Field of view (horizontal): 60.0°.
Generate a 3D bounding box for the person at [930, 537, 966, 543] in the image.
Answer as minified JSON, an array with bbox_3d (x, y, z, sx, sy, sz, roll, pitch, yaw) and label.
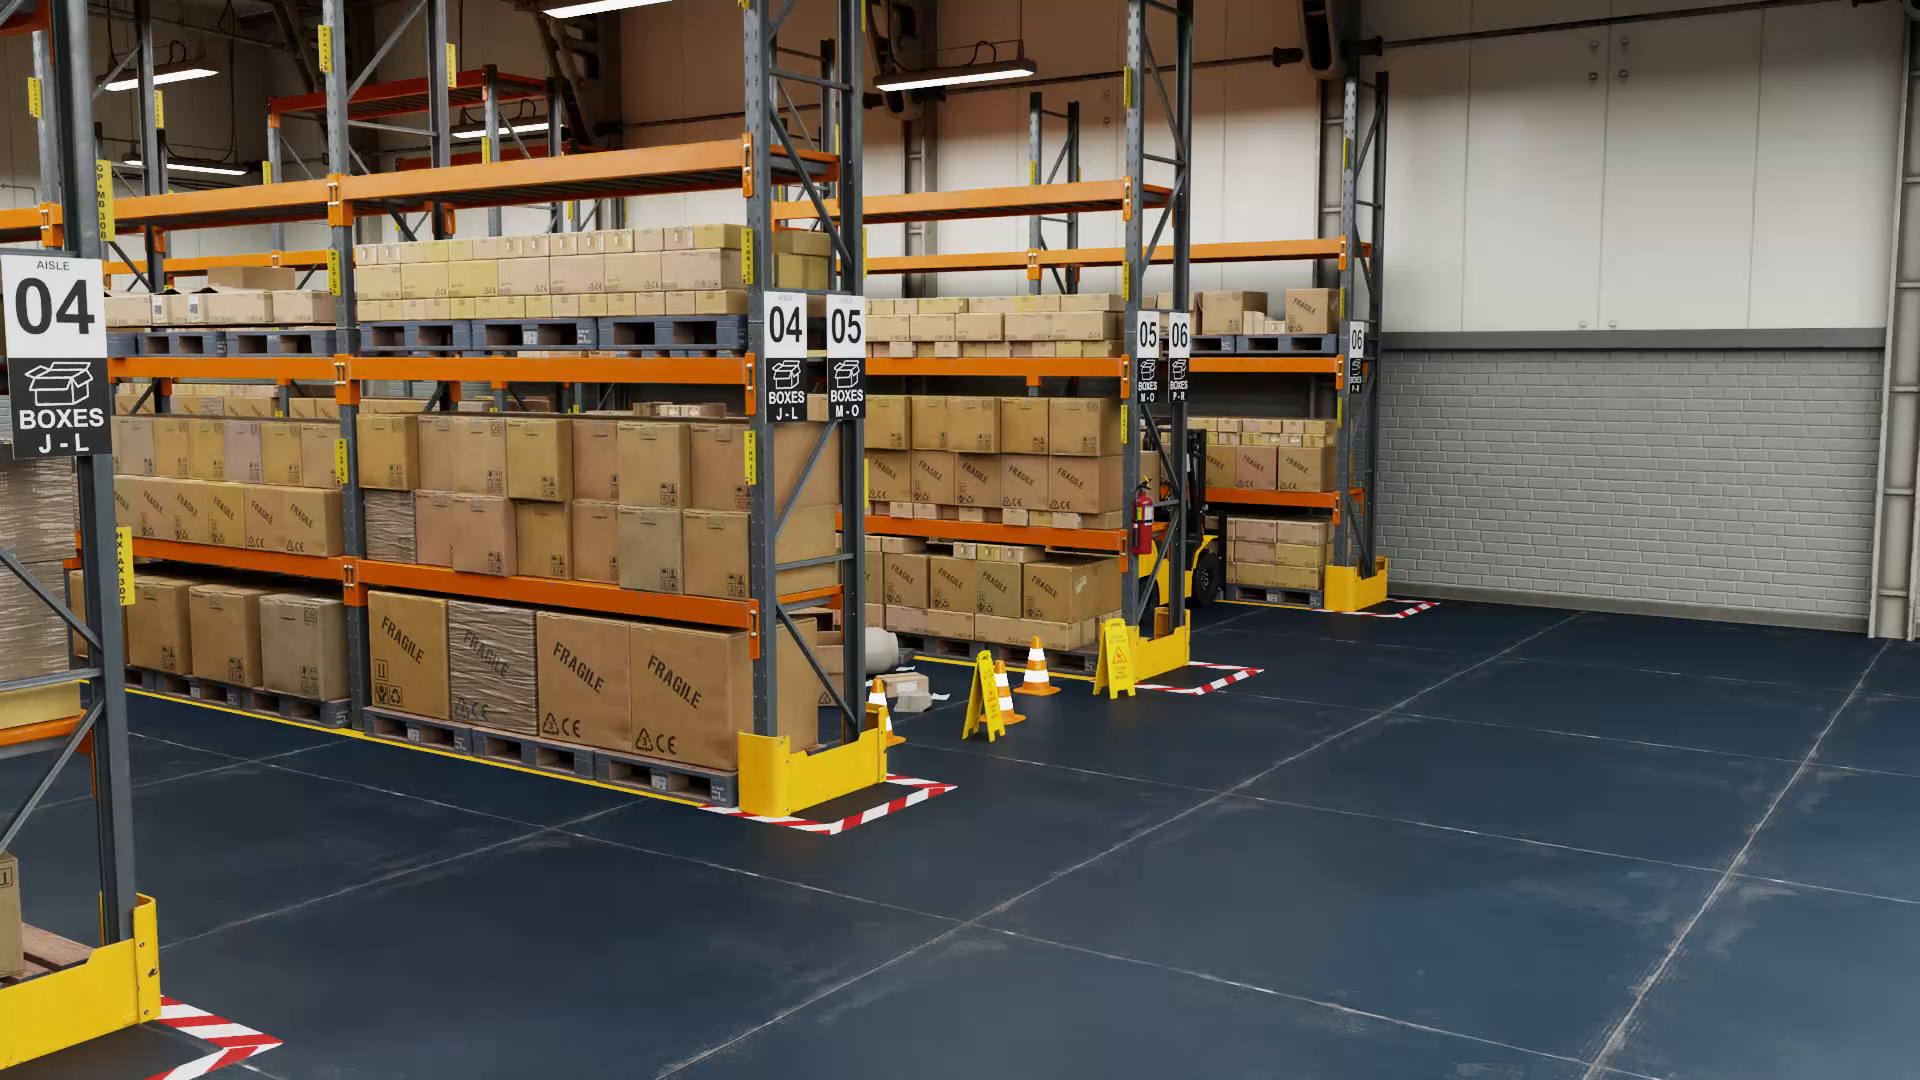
[{"bbox_3d":[-0.039,-0.054,18.225,0.632,1.720,0.568,1,6,5],"label":"person"}]
